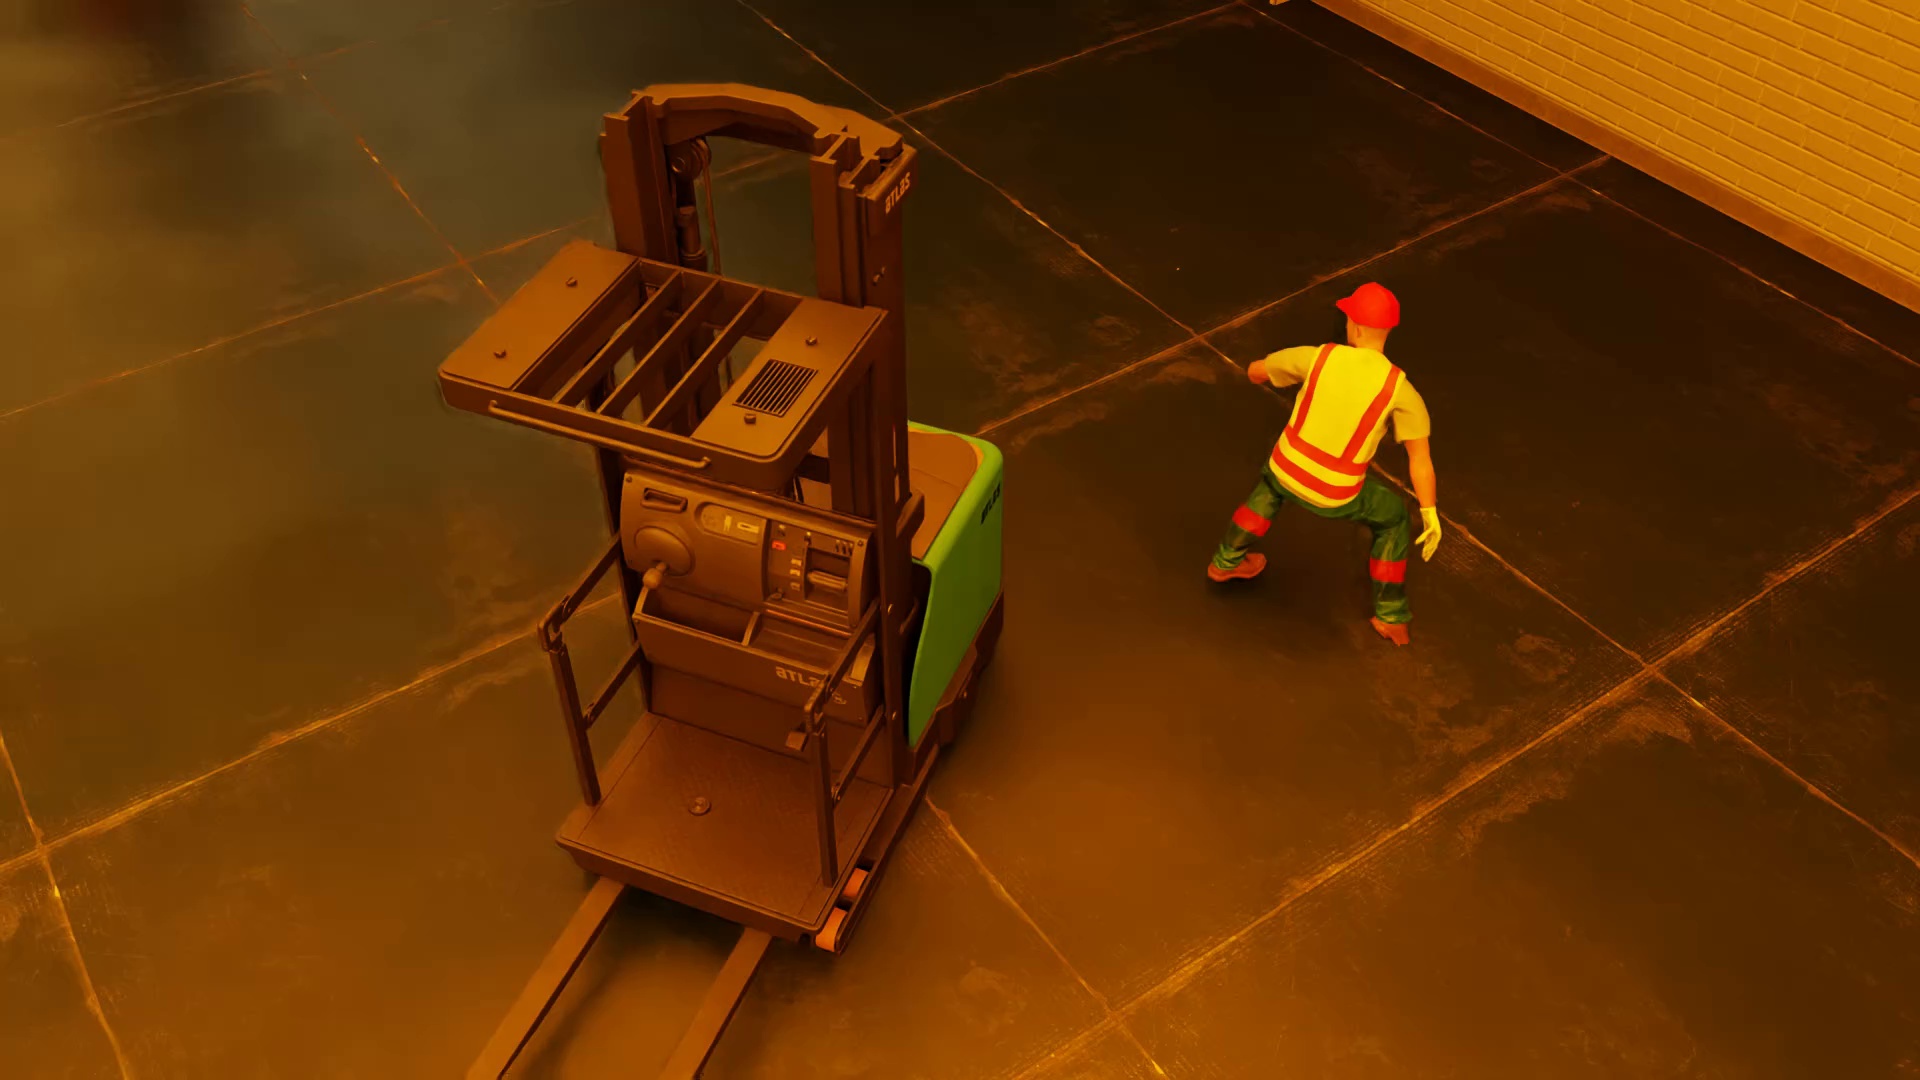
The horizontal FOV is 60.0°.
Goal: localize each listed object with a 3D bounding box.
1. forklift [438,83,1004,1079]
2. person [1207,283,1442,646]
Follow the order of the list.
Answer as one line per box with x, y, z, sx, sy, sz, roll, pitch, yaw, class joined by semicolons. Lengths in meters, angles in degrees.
-0.828;0.128;5.576;1.130;2.935;3.031;15;45;16;forklift
1.618;-0.268;7.058;1.086;1.718;0.587;28;50;27;person
